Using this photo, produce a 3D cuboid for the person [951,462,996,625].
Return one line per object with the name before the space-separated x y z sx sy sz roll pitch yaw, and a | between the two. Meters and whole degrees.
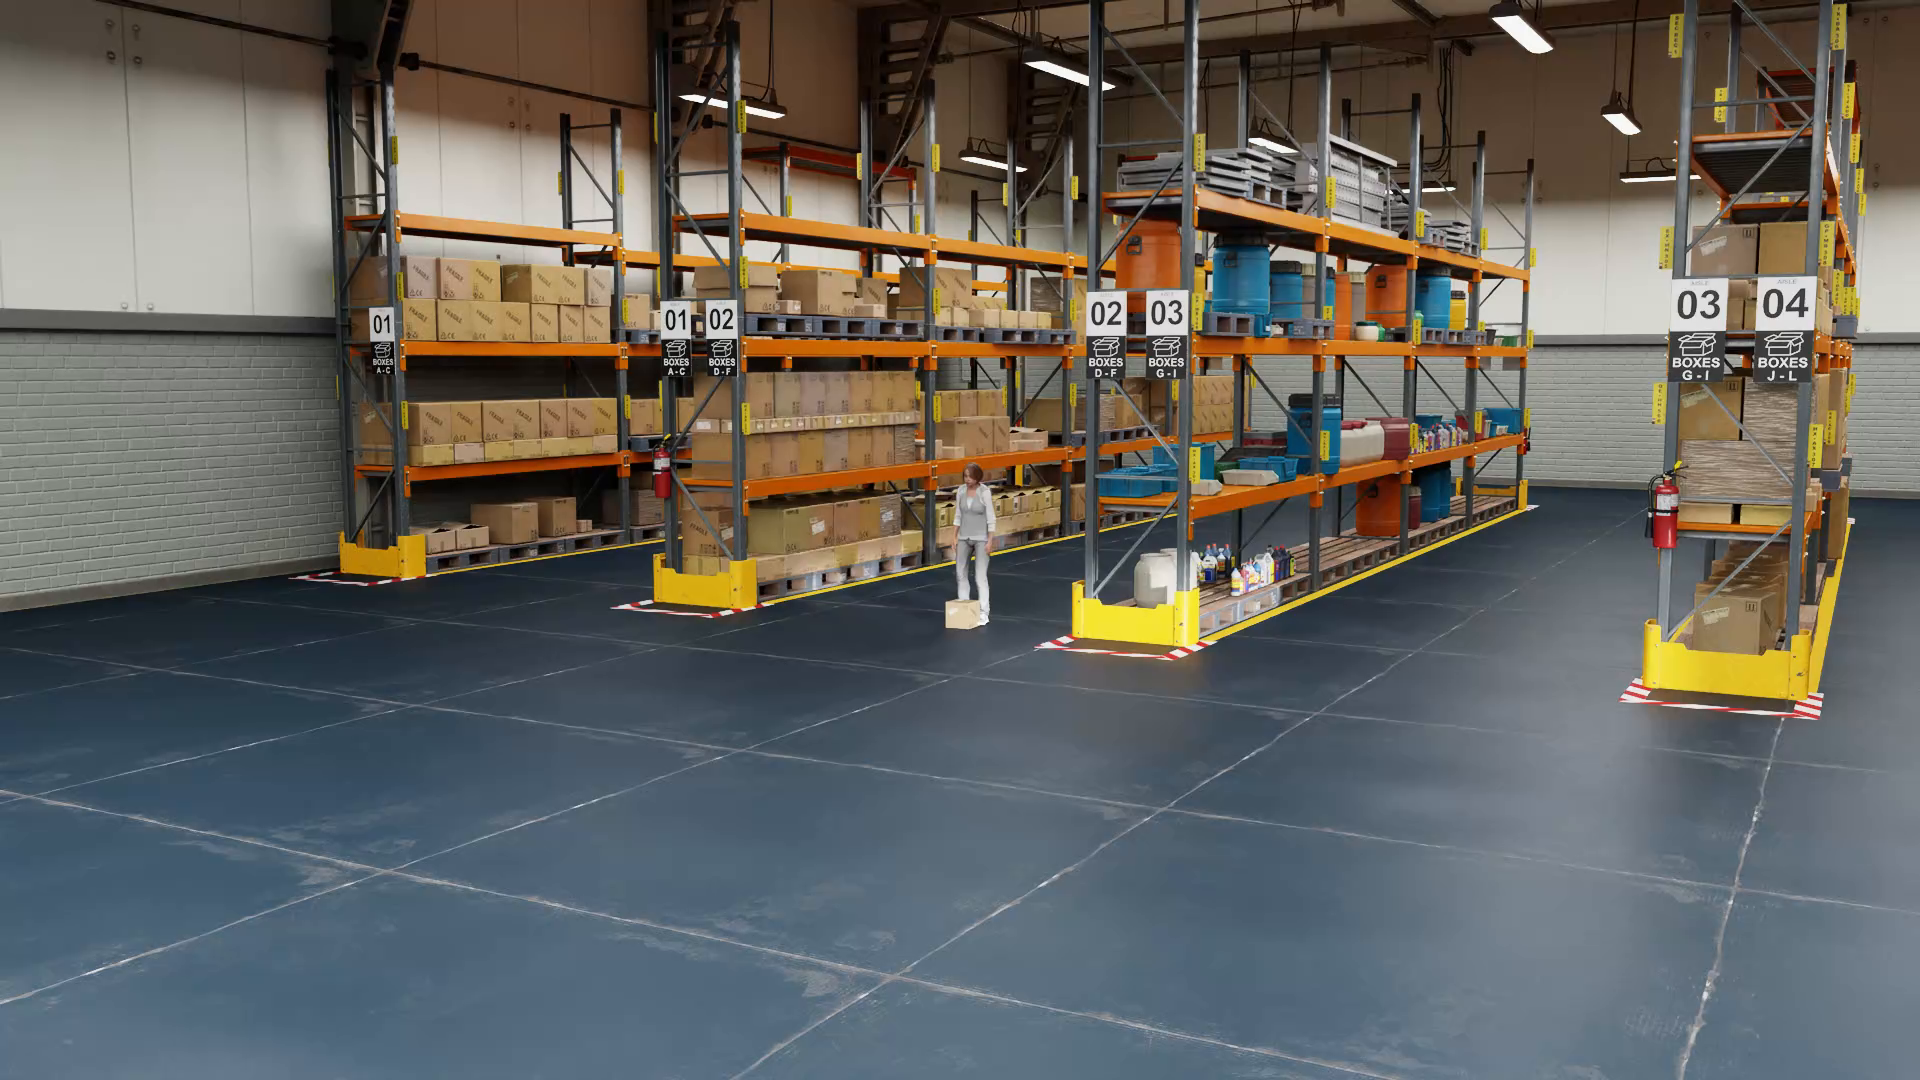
person | 0.132 0.028 16.311 0.459 1.593 0.346 3 7 28
